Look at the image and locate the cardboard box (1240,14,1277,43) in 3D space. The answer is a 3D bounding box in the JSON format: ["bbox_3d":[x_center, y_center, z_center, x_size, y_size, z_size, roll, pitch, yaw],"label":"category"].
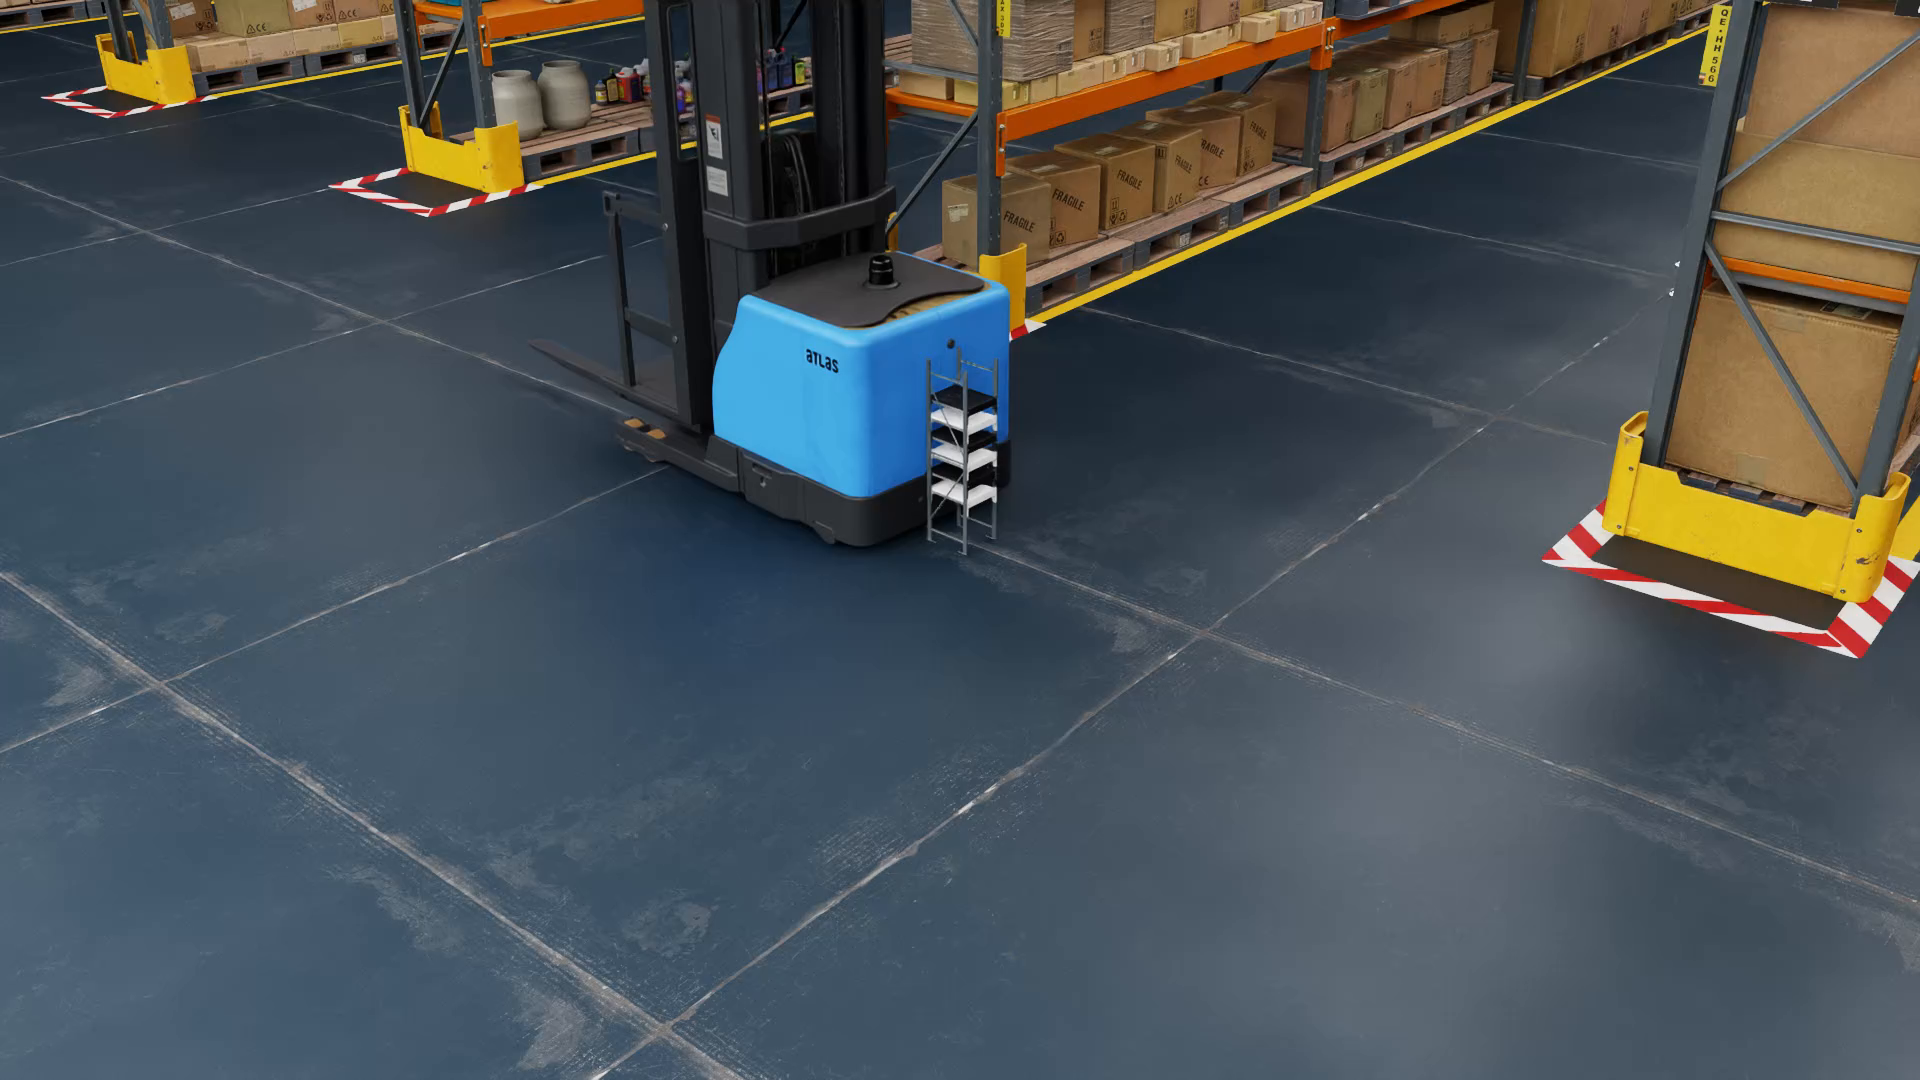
[{"bbox_3d":[2.013,-3.637,11.790,0.380,0.149,0.250,21,34,34],"label":"cardboard box"}]

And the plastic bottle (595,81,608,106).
[{"bbox_3d":[-3.169,-3.950,14.688,0.097,0.201,0.097,0,27,0],"label":"plastic bottle"}]

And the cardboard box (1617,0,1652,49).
[{"bbox_3d":[6.496,-5.719,17.395,1.225,0.875,0.875,19,33,33],"label":"cardboard box"}]

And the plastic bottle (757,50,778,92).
[{"bbox_3d":[-1.764,-4.275,15.153,0.144,0.351,0.185,19,33,32],"label":"plastic bottle"}]

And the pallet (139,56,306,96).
[{"bbox_3d":[-7.365,-4.712,16.629,1.003,0.211,1.213,21,34,34],"label":"pallet"}]

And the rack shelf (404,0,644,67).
[{"bbox_3d":[-2.727,-4.608,14.176,1.077,0.370,4.000,21,34,34],"label":"rack shelf"}]

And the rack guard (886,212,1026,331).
[{"bbox_3d":[-0.129,-1.688,10.468,1.175,0.500,0.348,21,34,34],"label":"rack guard"}]

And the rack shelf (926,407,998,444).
[{"bbox_3d":[0.010,-0.530,7.476,0.258,0.077,0.200,22,35,36],"label":"rack shelf"}]

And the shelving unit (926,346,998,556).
[{"bbox_3d":[0.009,-0.400,7.543,0.258,0.900,0.210,22,35,36],"label":"shelving unit"}]

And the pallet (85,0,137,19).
[{"bbox_3d":[-10.275,-6.611,20.299,1.003,0.211,1.213,21,34,34],"label":"pallet"}]

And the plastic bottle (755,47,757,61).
[{"bbox_3d":[-1.996,-4.635,15.936,0.097,0.271,0.097,0,27,0],"label":"plastic bottle"}]

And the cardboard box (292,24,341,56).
[{"bbox_3d":[-6.672,-5.113,16.905,0.500,0.250,0.500,21,34,34],"label":"cardboard box"}]

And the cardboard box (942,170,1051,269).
[{"bbox_3d":[0.233,-2.064,10.738,0.500,0.500,0.500,-21,34,-35],"label":"cardboard box"}]

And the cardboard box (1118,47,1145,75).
[{"bbox_3d":[0.978,-3.136,10.821,0.380,0.149,0.250,21,34,34],"label":"cardboard box"}]

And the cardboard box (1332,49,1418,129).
[{"bbox_3d":[3.448,-3.848,14.165,0.700,0.500,0.500,18,32,30],"label":"cardboard box"}]

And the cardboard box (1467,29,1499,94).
[{"bbox_3d":[4.501,-4.449,15.327,0.700,0.500,0.500,19,33,32],"label":"cardboard box"}]

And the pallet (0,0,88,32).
[{"bbox_3d":[-11.051,-6.180,19.466,1.003,0.211,1.213,21,34,34],"label":"pallet"}]

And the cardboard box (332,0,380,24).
[{"bbox_3d":[-6.350,-5.622,17.072,0.500,0.500,0.500,21,34,34],"label":"cardboard box"}]

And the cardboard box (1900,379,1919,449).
[{"bbox_3d":[4.524,-1.101,8.468,0.875,0.875,0.875,20,34,34],"label":"cardboard box"}]

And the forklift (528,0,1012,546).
[{"bbox_3d":[-1.150,-1.849,8.135,3.031,2.935,1.130,25,36,39],"label":"forklift"}]

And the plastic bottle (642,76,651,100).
[{"bbox_3d":[-2.791,-4.051,14.883,0.097,0.201,0.097,0,27,0],"label":"plastic bottle"}]

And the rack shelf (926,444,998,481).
[{"bbox_3d":[0.009,-0.370,7.558,0.258,0.077,0.200,22,35,36],"label":"rack shelf"}]

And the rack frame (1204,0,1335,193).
[{"bbox_3d":[2.367,-4.189,12.583,1.000,3.000,0.127,21,34,34],"label":"rack frame"}]

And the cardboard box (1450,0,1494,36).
[{"bbox_3d":[4.508,-4.779,15.149,0.500,0.250,0.500,22,35,36],"label":"cardboard box"}]

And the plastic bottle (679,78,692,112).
[{"bbox_3d":[-2.387,-3.875,14.467,0.097,0.271,0.097,0,27,0],"label":"plastic bottle"}]

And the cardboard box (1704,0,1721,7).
[{"bbox_3d":[8.510,-6.798,19.482,0.875,0.875,0.875,21,34,34],"label":"cardboard box"}]

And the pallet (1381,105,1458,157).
[{"bbox_3d":[3.637,-3.662,14.598,1.003,0.211,1.213,21,34,34],"label":"pallet"}]

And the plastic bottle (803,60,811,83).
[{"bbox_3d":[-1.445,-4.370,15.499,0.097,0.201,0.097,0,27,0],"label":"plastic bottle"}]

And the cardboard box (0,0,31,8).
[{"bbox_3d":[-11.134,-6.334,19.177,0.500,0.311,0.500,17,32,29],"label":"cardboard box"}]

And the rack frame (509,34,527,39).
[{"bbox_3d":[-5.274,-7.086,18.182,1.000,3.000,0.127,21,34,34],"label":"rack frame"}]

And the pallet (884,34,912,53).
[{"bbox_3d":[-0.209,-5.122,17.422,1.003,0.211,1.213,21,34,34],"label":"pallet"}]

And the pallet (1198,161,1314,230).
[{"bbox_3d":[1.967,-2.702,12.744,1.003,0.211,1.213,21,34,34],"label":"pallet"}]

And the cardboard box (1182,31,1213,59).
[{"bbox_3d":[1.492,-3.388,11.308,0.380,0.149,0.250,21,34,34],"label":"cardboard box"}]

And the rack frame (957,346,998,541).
[{"bbox_3d":[0.077,-0.434,7.610,0.240,0.900,0.006,22,35,36],"label":"rack frame"}]

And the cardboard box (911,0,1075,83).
[{"bbox_3d":[0.194,-3.134,10.112,0.875,0.500,0.500,21,34,34],"label":"cardboard box"}]

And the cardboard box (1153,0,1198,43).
[{"bbox_3d":[1.098,-3.685,11.177,0.875,0.500,0.500,21,34,34],"label":"cardboard box"}]

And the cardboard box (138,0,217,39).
[{"bbox_3d":[-7.707,-5.243,16.339,0.500,0.500,0.500,21,34,34],"label":"cardboard box"}]

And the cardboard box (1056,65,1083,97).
[{"bbox_3d":[0.533,-2.858,10.283,0.380,0.149,0.250,21,34,34],"label":"cardboard box"}]

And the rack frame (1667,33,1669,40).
[{"bbox_3d":[7.456,-7.026,18.066,1.000,3.000,0.127,21,34,34],"label":"rack frame"}]

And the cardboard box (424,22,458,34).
[{"bbox_3d":[-5.726,-5.648,17.939,0.500,0.250,0.500,21,34,34],"label":"cardboard box"}]

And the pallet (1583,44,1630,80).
[{"bbox_3d":[6.247,-5.057,17.295,1.003,0.211,1.213,21,34,34],"label":"pallet"}]

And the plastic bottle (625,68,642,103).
[{"bbox_3d":[-2.905,-4.037,14.767,0.061,0.283,0.133,21,34,34],"label":"plastic bottle"}]

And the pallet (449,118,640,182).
[{"bbox_3d":[-3.466,-3.307,13.913,1.003,0.211,1.213,21,34,34],"label":"pallet"}]

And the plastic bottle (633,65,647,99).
[{"bbox_3d":[-2.899,-4.114,14.923,0.152,0.276,0.135,20,33,33],"label":"plastic bottle"}]

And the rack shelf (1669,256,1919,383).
[{"bbox_3d":[4.858,-1.675,8.506,1.077,0.370,4.000,21,34,34],"label":"rack shelf"}]

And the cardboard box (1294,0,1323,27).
[{"bbox_3d":[2.457,-3.915,12.327,0.380,0.149,0.250,21,34,34],"label":"cardboard box"}]

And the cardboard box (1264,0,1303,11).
[{"bbox_3d":[2.033,-4.224,12.218,0.875,0.500,0.500,21,34,34],"label":"cardboard box"}]

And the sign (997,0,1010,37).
[{"bbox_3d":[0.242,-2.997,9.336,0.100,0.325,0.005,21,34,34],"label":"sign"}]

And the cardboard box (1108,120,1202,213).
[{"bbox_3d":[1.389,-2.687,11.943,0.500,0.500,0.500,17,32,30],"label":"cardboard box"}]

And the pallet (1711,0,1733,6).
[{"bbox_3d":[8.776,-6.468,20.024,1.003,0.211,1.213,21,34,34],"label":"pallet"}]
